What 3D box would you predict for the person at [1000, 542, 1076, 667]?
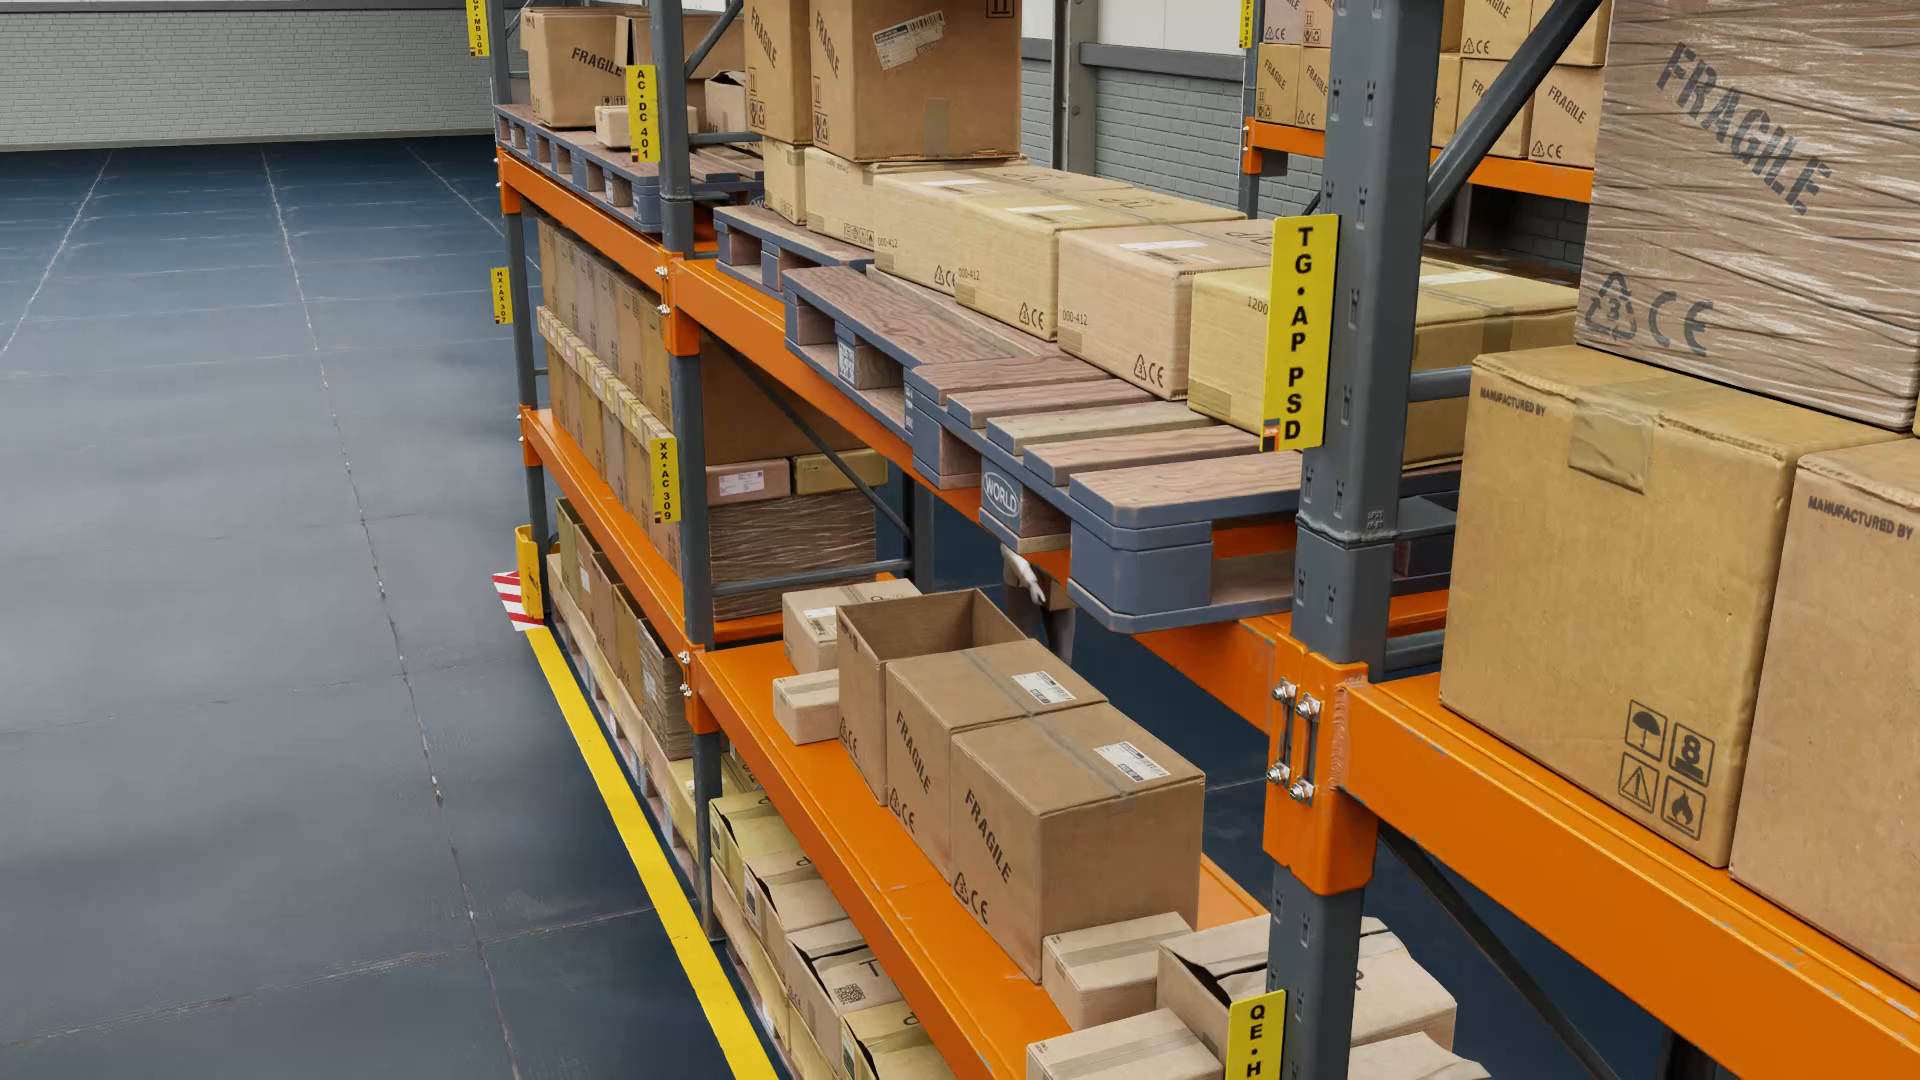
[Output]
[{"bbox_3d":[0.429,0.260,8.276,0.459,1.688,0.550,-7,20,-20],"label":"person"}]
